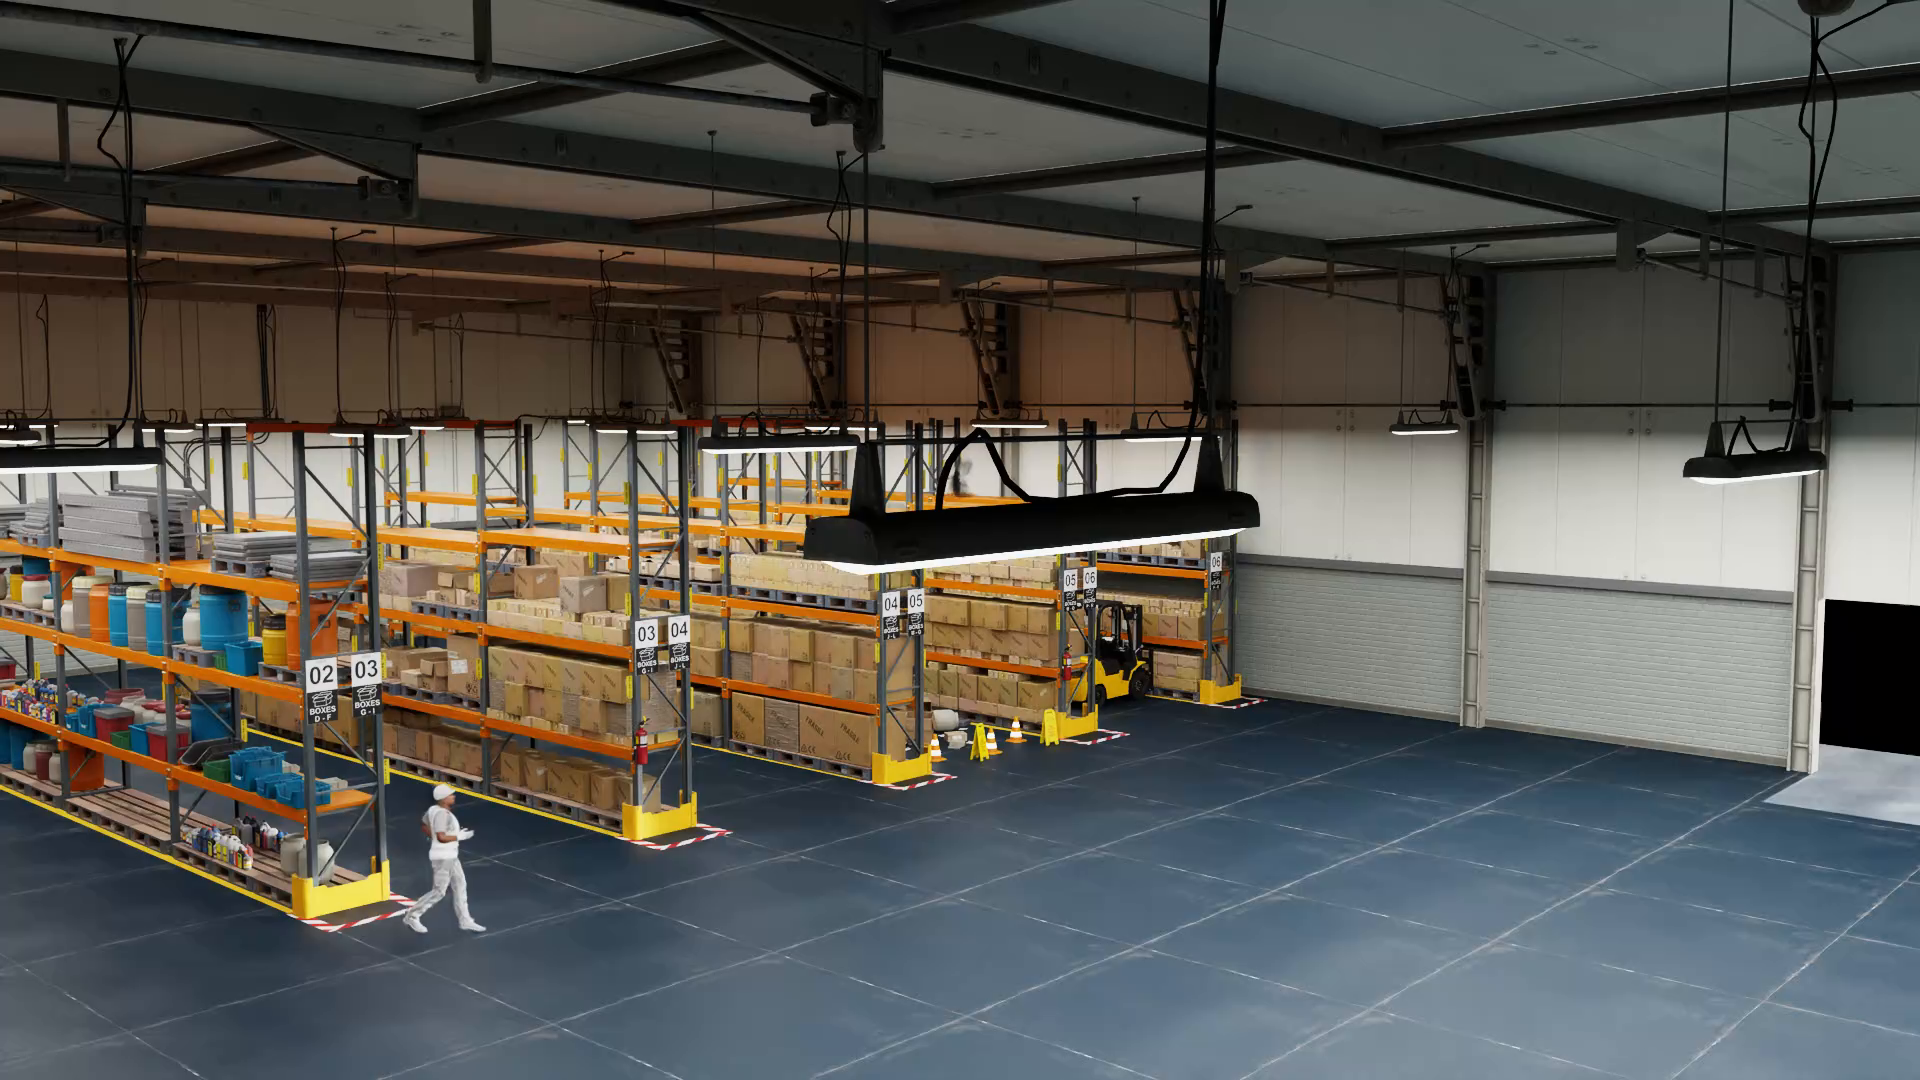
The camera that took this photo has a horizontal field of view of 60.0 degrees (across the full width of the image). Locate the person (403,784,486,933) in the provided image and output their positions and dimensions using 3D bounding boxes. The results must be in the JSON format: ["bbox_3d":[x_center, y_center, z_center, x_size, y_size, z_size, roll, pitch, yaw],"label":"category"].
[{"bbox_3d":[-6.172,3.815,19.881,0.944,1.796,0.693,-1,5,-14],"label":"person"}]

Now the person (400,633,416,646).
[{"bbox_3d":[-13.243,2.251,40.028,0.577,1.626,0.617,-1,5,-15],"label":"person"}]
